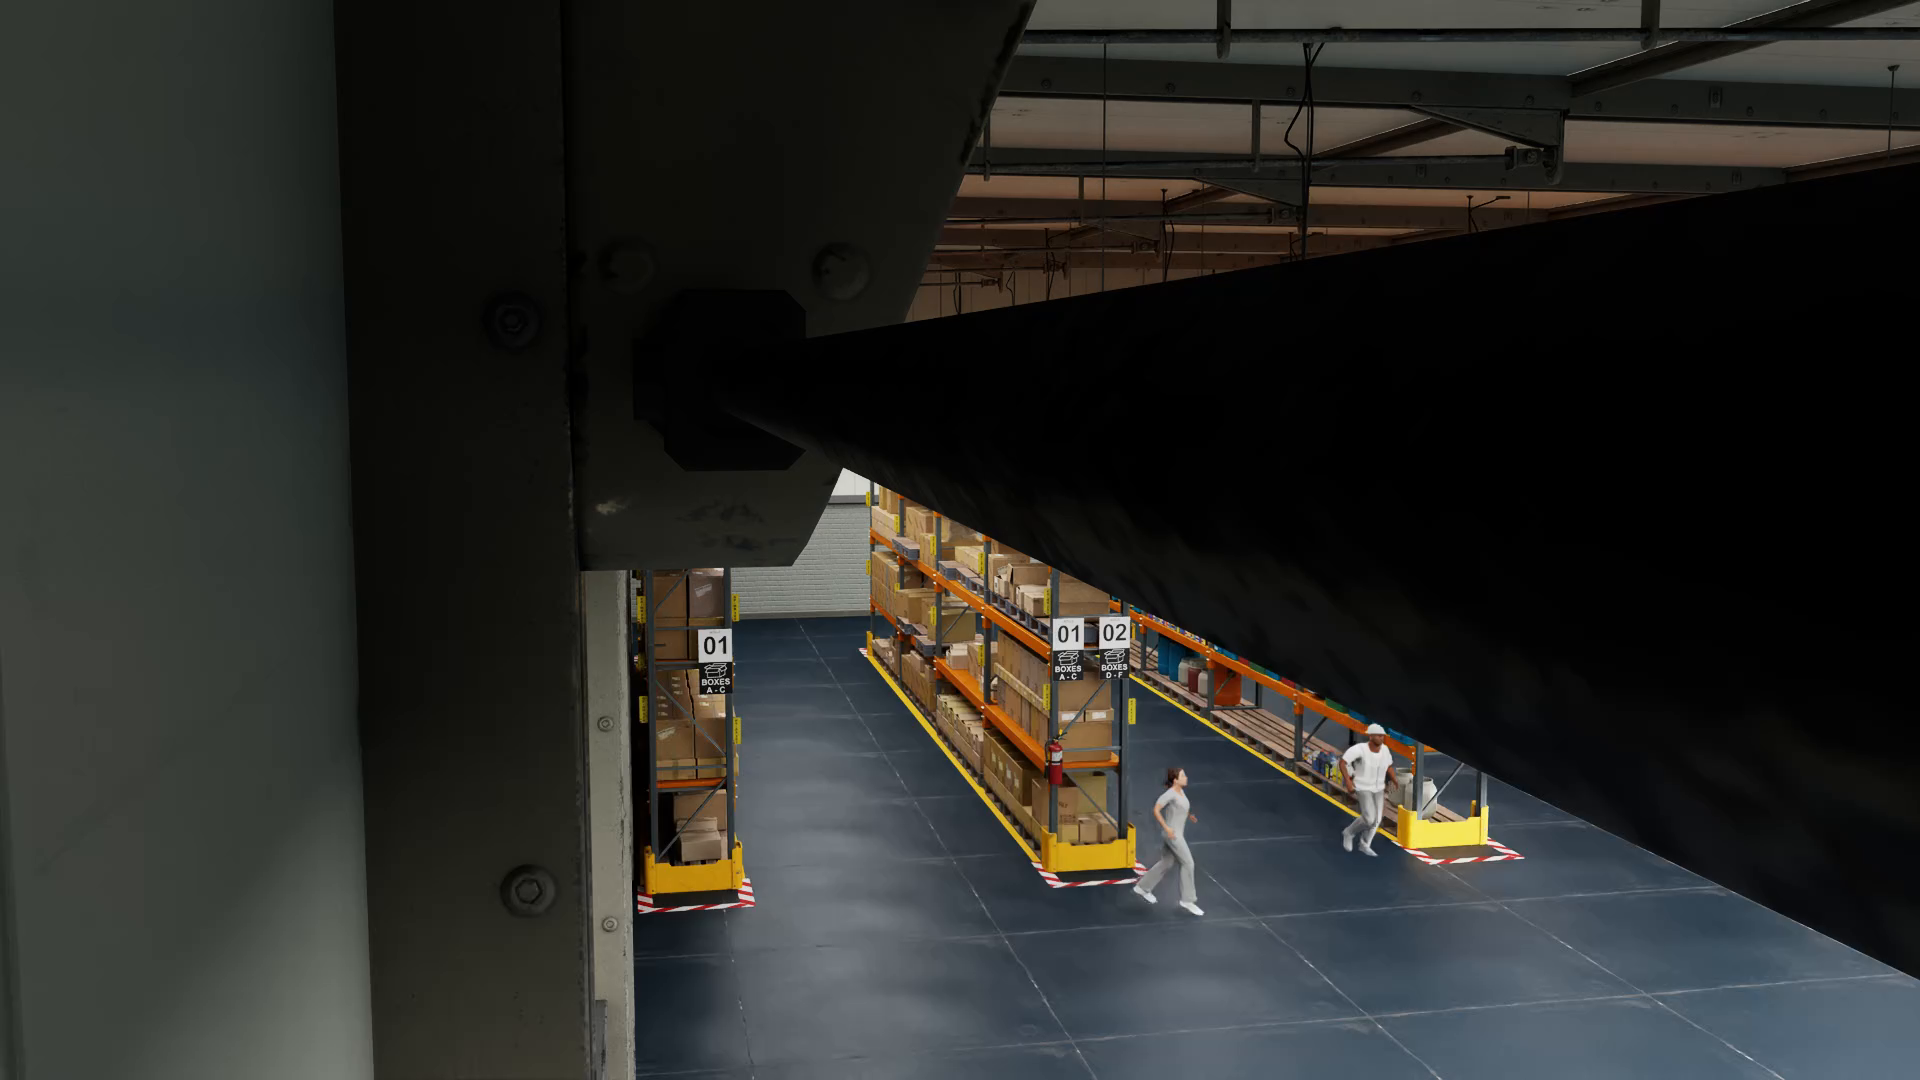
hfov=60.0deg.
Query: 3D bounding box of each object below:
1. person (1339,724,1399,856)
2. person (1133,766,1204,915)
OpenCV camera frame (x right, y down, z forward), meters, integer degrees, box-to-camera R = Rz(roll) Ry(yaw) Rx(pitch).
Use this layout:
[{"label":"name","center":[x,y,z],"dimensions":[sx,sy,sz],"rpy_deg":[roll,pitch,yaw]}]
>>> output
[{"label":"person","center":[5.333,3.240,21.481],"dimensions":[0.733,1.744,0.571],"rpy_deg":[-3,7,-26]},{"label":"person","center":[2.471,3.474,19.428],"dimensions":[0.805,1.707,0.576],"rpy_deg":[1,6,13]}]
